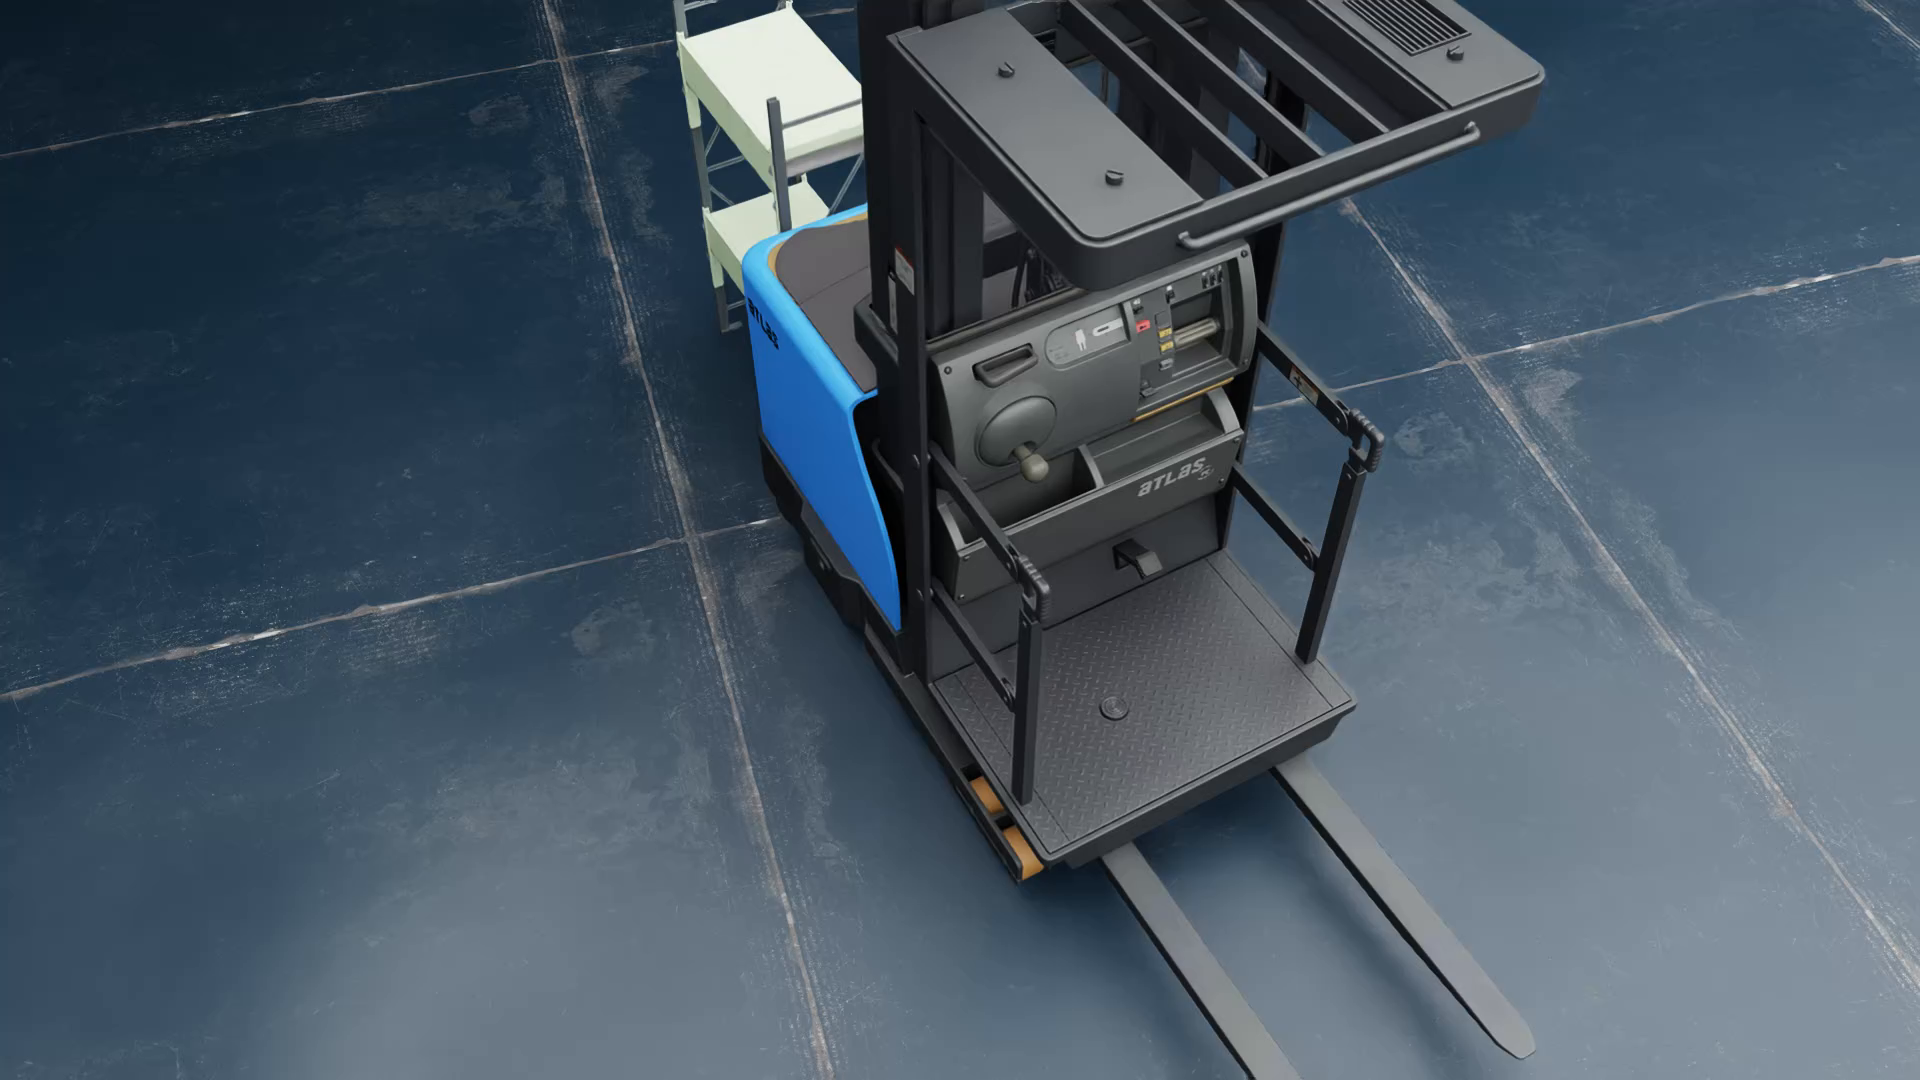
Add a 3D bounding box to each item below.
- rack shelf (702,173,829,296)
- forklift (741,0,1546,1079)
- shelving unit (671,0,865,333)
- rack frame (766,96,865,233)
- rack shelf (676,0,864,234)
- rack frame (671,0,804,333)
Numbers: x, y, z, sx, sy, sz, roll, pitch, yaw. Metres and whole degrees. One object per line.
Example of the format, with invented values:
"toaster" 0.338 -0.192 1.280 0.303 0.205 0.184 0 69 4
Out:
"rack shelf" -0.570 -0.911 5.964 0.431 0.370 0.720 -23 54 -18
"forklift" 0.473 -0.354 4.131 1.130 2.935 3.031 -23 54 -18
"shelving unit" -0.570 -1.121 5.714 0.431 1.500 0.755 -23 54 -18
"rack frame" -0.390 -0.878 5.509 0.400 1.500 0.023 -23 54 -18
"rack shelf" -0.570 -1.373 5.416 0.431 0.370 0.720 -23 54 -18
"rack frame" -0.750 -1.365 5.920 0.400 1.500 0.023 -23 54 -18
